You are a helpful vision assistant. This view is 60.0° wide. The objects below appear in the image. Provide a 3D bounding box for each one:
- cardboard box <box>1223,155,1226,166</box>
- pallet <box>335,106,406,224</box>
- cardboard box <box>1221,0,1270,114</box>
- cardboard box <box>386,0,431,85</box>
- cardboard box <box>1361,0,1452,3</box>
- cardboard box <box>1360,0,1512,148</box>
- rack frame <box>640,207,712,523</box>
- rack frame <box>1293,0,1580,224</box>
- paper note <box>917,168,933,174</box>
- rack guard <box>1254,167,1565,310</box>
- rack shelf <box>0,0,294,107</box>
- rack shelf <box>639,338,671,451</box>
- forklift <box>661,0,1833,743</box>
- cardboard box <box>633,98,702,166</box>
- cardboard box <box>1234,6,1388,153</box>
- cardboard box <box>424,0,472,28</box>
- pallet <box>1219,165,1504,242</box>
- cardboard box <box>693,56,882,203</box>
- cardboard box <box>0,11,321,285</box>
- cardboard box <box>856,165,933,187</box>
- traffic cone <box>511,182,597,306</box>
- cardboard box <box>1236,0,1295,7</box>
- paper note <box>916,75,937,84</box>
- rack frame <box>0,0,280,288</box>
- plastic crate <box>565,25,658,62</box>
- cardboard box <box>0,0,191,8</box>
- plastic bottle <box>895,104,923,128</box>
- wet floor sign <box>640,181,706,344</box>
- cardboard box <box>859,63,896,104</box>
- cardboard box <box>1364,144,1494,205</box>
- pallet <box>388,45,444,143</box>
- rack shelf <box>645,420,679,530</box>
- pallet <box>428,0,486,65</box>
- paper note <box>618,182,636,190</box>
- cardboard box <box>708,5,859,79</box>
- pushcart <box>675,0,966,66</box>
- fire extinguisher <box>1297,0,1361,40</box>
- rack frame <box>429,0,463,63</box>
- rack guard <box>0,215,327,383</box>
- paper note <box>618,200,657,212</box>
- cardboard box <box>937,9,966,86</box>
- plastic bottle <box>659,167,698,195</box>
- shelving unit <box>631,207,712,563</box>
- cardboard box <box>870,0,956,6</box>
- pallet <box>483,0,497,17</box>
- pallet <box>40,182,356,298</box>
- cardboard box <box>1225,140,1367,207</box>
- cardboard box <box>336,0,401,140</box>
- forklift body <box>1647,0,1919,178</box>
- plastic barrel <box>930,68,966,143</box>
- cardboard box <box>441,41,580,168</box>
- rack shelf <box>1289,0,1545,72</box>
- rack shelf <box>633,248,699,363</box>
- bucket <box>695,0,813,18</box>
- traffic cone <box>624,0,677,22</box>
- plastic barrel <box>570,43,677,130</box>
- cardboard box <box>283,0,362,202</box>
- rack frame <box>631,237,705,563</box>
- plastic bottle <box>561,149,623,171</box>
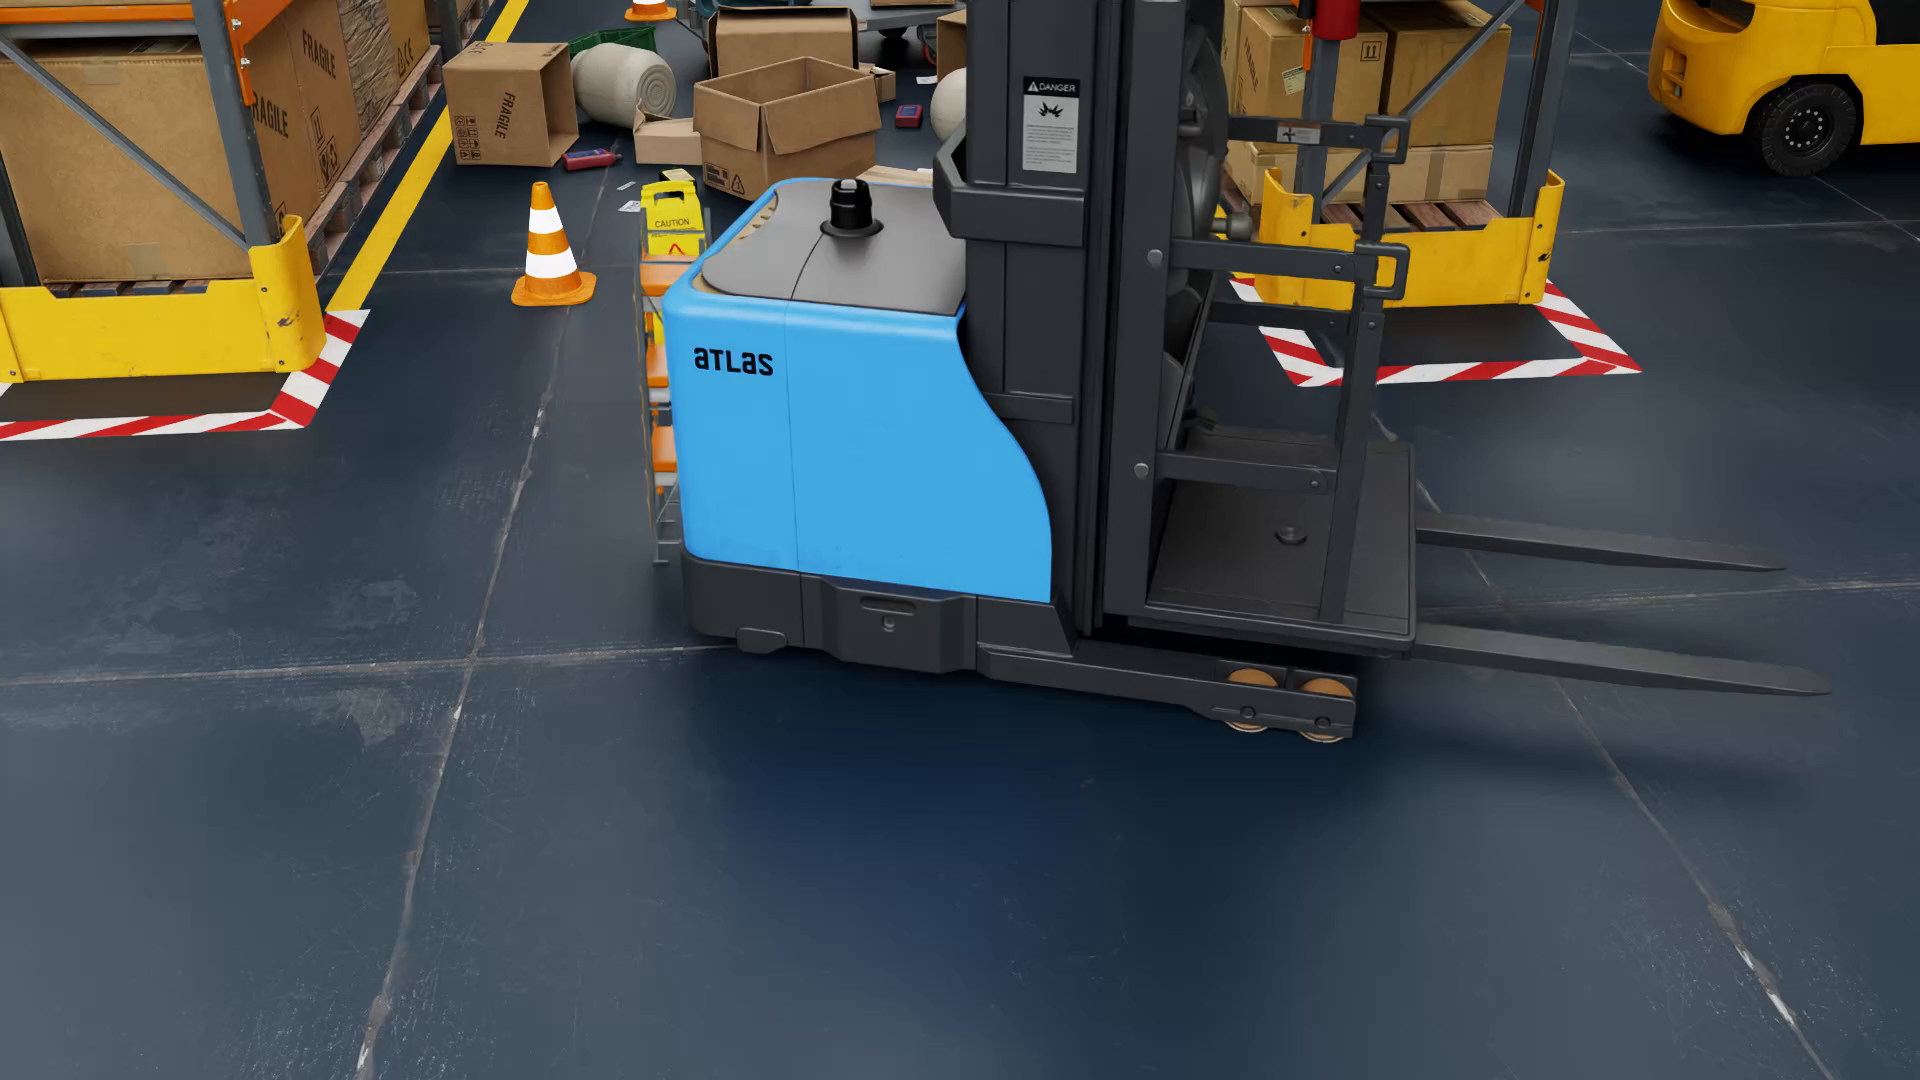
[{"bbox_3d":[1.461,-1.955,7.870,0.500,0.250,0.500,-3,31,-4],"label":"cardboard box"},{"bbox_3d":[-3.337,-1.830,8.109,1.003,0.211,1.213,-3,31,-5],"label":"pallet"},{"bbox_3d":[1.459,-2.275,7.674,0.500,0.500,0.500,-2,31,-3],"label":"cardboard box"},{"bbox_3d":[-3.458,-2.988,8.989,0.875,0.875,0.875,-2,31,-4],"label":"cardboard box"},{"bbox_3d":[1.989,-2.316,7.743,0.500,0.500,0.500,-4,31,-6],"label":"cardboard box"},{"bbox_3d":[2.042,-2.049,7.296,0.500,0.500,0.500,-4,31,-6],"label":"cardboard box"},{"bbox_3d":[-0.841,-0.508,5.069,0.200,1.050,0.008,0,31,-4],"label":"rack frame"},{"bbox_3d":[1.845,-2.290,6.159,1.000,3.000,0.127,-3,31,-5],"label":"rack frame"},{"bbox_3d":[-0.155,-1.839,8.310,0.148,0.019,0.142,8,32,13],"label":"paper note"},{"bbox_3d":[1.838,-1.256,6.865,1.175,0.500,0.348,-3,31,-5],"label":"rack guard"},{"bbox_3d":[-3.261,-2.714,7.570,1.077,0.370,4.000,-3,31,-5],"label":"rack shelf"},{"bbox_3d":[-0.834,-0.436,4.970,0.215,0.259,0.240,0,31,-4],"label":"rack shelf"},{"bbox_3d":[0.793,-1.027,4.111,3.031,2.935,1.130,7,32,11],"label":"forklift"},{"bbox_3d":[-1.453,-2.081,8.475,0.396,0.266,0.258,2,31,4],"label":"cardboard box"},{"bbox_3d":[1.511,-2.009,7.228,0.500,0.500,0.500,-3,31,-4],"label":"cardboard box"},{"bbox_3d":[-3.595,-3.571,10.088,1.050,0.750,0.750,-3,31,-5],"label":"cardboard box"},{"bbox_3d":[1.797,-1.549,7.637,1.003,0.211,1.213,-3,31,-5],"label":"pallet"},{"bbox_3d":[-0.839,-1.994,8.098,0.637,0.503,0.797,27,40,37],"label":"cardboard box"},{"bbox_3d":[-3.203,-1.613,6.687,0.875,0.875,0.875,-3,31,-4],"label":"cardboard box"},{"bbox_3d":[-0.288,-1.639,7.848,0.380,0.149,0.250,13,33,21],"label":"cardboard box"},{"bbox_3d":[-1.709,-1.252,6.894,0.336,0.463,0.334,-3,31,-5],"label":"traffic cone"},{"bbox_3d":[1.410,-2.471,7.370,0.380,0.149,0.250,-2,31,-3],"label":"cardboard box"},{"bbox_3d":[-0.178,-2.706,9.750,0.148,0.019,0.142,-3,31,-5],"label":"paper note"},{"bbox_3d":[-3.074,-2.002,5.676,1.000,3.000,0.127,-3,31,-5],"label":"rack frame"},{"bbox_3d":[-2.127,-2.835,9.758,0.450,0.188,0.662,4,30,26],"label":"plastic crate"},{"bbox_3d":[-3.153,-2.253,5.951,0.875,0.550,0.550,-3,31,-5],"label":"cardboard box"},{"bbox_3d":[-0.275,-2.322,9.078,0.133,0.061,0.283,2,31,4],"label":"plastic bottle"},{"bbox_3d":[-1.100,-1.071,6.414,0.267,0.644,0.232,-8,32,-13],"label":"wet floor sign"},{"bbox_3d":[-0.589,-2.640,9.411,0.396,0.266,0.258,27,40,37],"label":"cardboard box"},{"bbox_3d":[2.045,-1.715,7.469,0.500,0.250,0.500,-3,31,-5],"label":"cardboard box"},{"bbox_3d":[-3.454,-2.455,9.154,1.003,0.211,1.213,-3,31,-5],"label":"pallet"},{"bbox_3d":[-0.844,-0.198,5.112,0.215,0.259,0.240,0,31,-4],"label":"rack shelf"},{"bbox_3d":[-3.595,-3.237,10.464,1.003,0.211,1.213,-3,31,-5],"label":"pallet"},{"bbox_3d":[-1.633,-1.736,8.146,0.032,0.001,0.123,13,33,21],"label":"paper note"},{"bbox_3d":[-0.935,-2.529,8.862,0.797,0.637,0.503,-3,31,-5],"label":"cardboard box"},{"bbox_3d":[-0.794,-3.072,10.025,1.648,0.377,0.936,-14,33,-22],"label":"pushcart"},{"bbox_3d":[1.397,-2.177,6.044,0.296,0.674,0.183,-3,31,-5],"label":"fire extinguisher"},{"bbox_3d":[-3.447,-4.044,9.095,1.000,3.000,0.127,-3,31,-5],"label":"rack frame"},{"bbox_3d":[-3.071,-0.916,6.296,1.175,0.500,0.348,-3,31,-5],"label":"rack guard"},{"bbox_3d":[-1.526,-1.587,7.879,0.144,0.017,0.142,8,32,13],"label":"paper note"},{"bbox_3d":[0.217,-2.648,9.194,0.500,0.500,0.500,20,36,29],"label":"cardboard box"},{"bbox_3d":[-1.392,-1.766,8.147,0.133,0.061,0.283,-14,33,-22],"label":"plastic bottle"},{"bbox_3d":[-0.833,-0.446,4.964,0.215,1.050,0.252,0,31,-4],"label":"shelving unit"},{"bbox_3d":[-0.298,-3.484,9.857,0.500,0.500,0.500,-3,31,-5],"label":"cardboard box"},{"bbox_3d":[-3.712,-3.861,11.509,1.003,0.211,1.213,-3,31,-5],"label":"pallet"},{"bbox_3d":[-3.226,-1.209,7.068,1.003,0.211,1.213,-3,31,-5],"label":"pallet"},{"bbox_3d":[1.500,-1.702,7.447,0.500,0.250,0.500,-3,31,-5],"label":"cardboard box"},{"bbox_3d":[-3.370,-2.527,8.219,0.875,0.875,0.875,-3,31,-4],"label":"cardboard box"},{"bbox_3d":[4.793,-3.046,8.253,2.313,2.155,1.214,-3,31,-5],"label":"forklift body"},{"bbox_3d":[0.145,-2.166,8.464,0.512,0.421,0.421,20,36,29],"label":"plastic barrel"},{"bbox_3d":[-2.281,-2.228,8.491,0.500,0.500,0.500,2,31,4],"label":"cardboard box"},{"bbox_3d":[1.658,-3.003,8.053,1.077,0.370,4.000,-3,31,-5],"label":"rack shelf"},{"bbox_3d":[-0.823,-0.680,4.825,0.215,0.259,0.240,0,31,-4],"label":"rack shelf"},{"bbox_3d":[-1.139,-3.332,9.613,0.726,0.611,0.620,8,22,13],"label":"bucket"},{"bbox_3d":[-2.069,-3.712,11.013,0.336,0.463,0.334,-3,31,-5],"label":"traffic cone"},{"bbox_3d":[-1.814,-2.432,8.909,0.512,0.421,0.421,20,36,29],"label":"plastic barrel"},{"bbox_3d":[-3.287,-2.062,7.439,0.875,0.875,0.875,-3,31,-5],"label":"cardboard box"},{"bbox_3d":[-0.825,-0.383,4.860,0.200,1.050,0.008,0,31,-4],"label":"rack frame"},{"bbox_3d":[-1.862,-1.931,8.424,0.283,0.061,0.133,-14,33,-22],"label":"plastic bottle"}]
